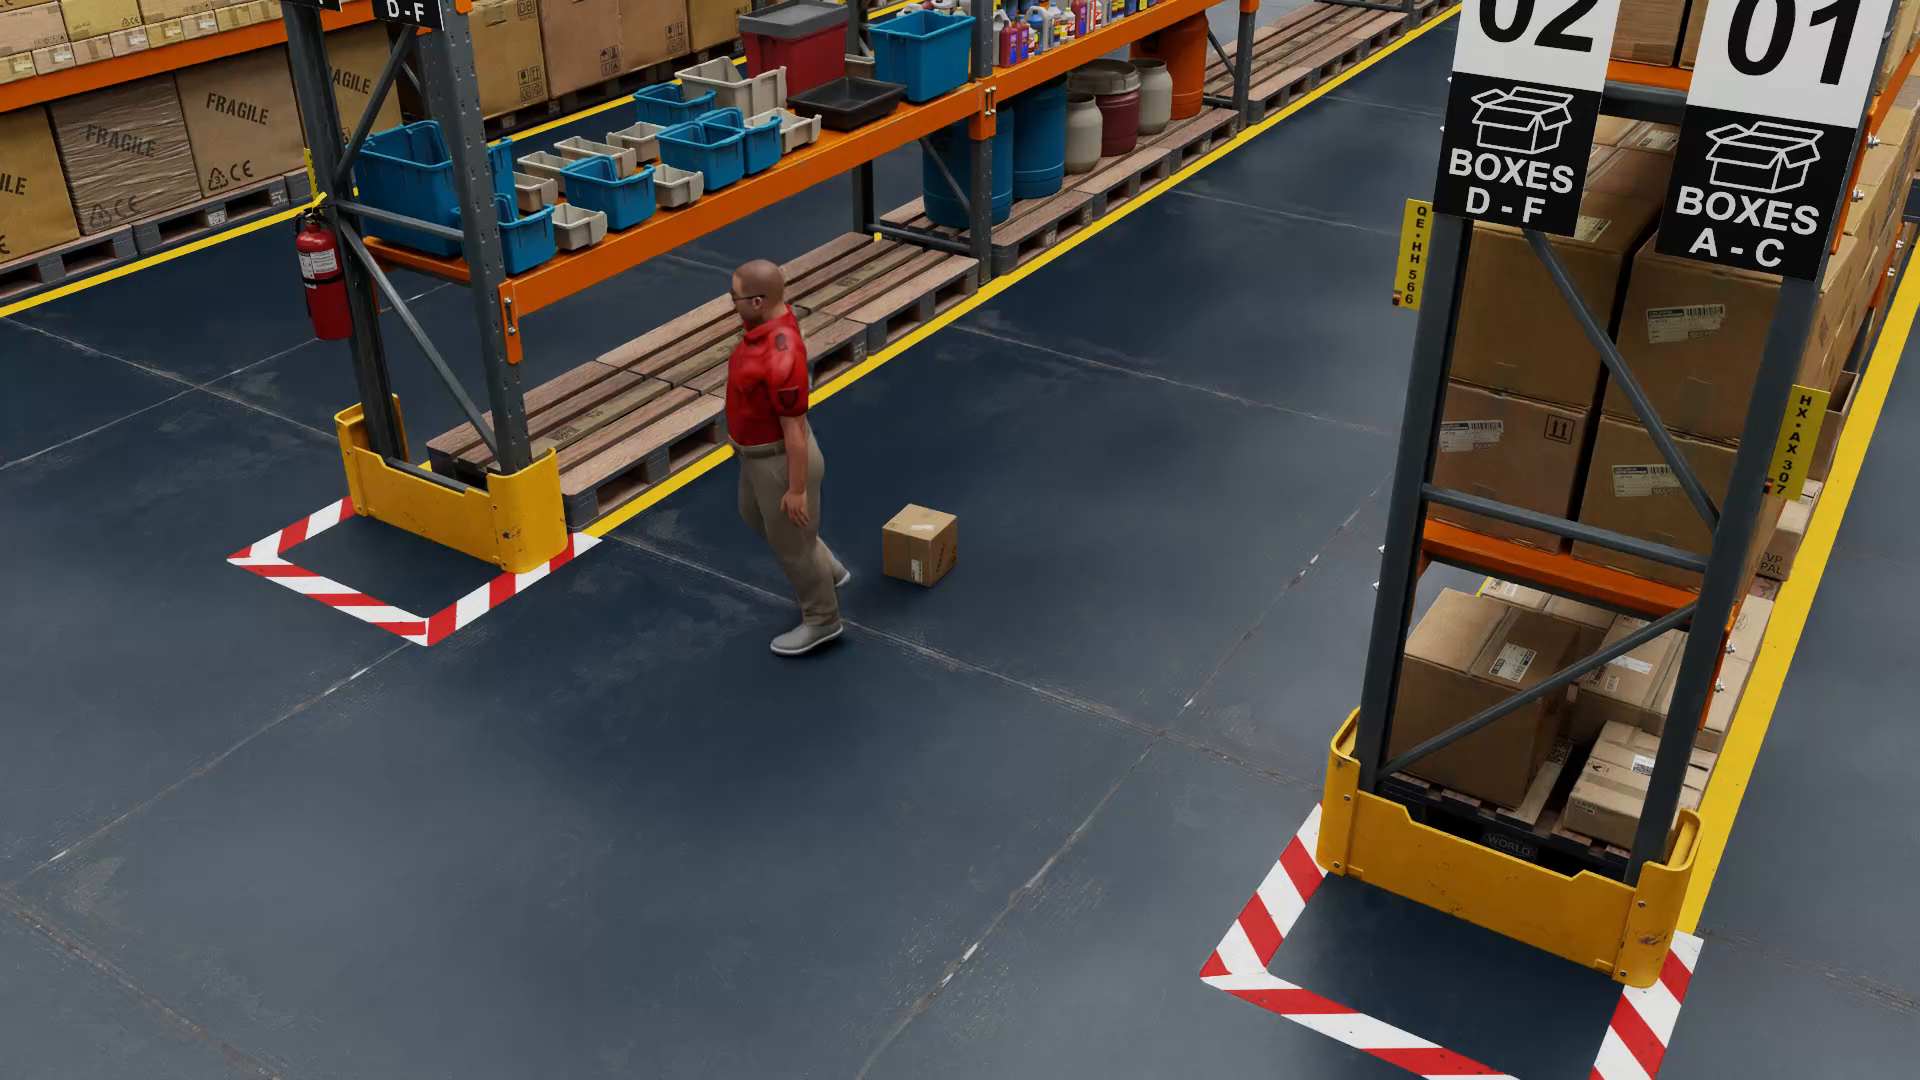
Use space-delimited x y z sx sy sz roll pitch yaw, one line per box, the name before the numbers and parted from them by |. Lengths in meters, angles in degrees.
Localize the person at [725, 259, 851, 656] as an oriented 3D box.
person | -0.688 -0.351 6.722 0.503 1.716 0.676 -7 31 -11
